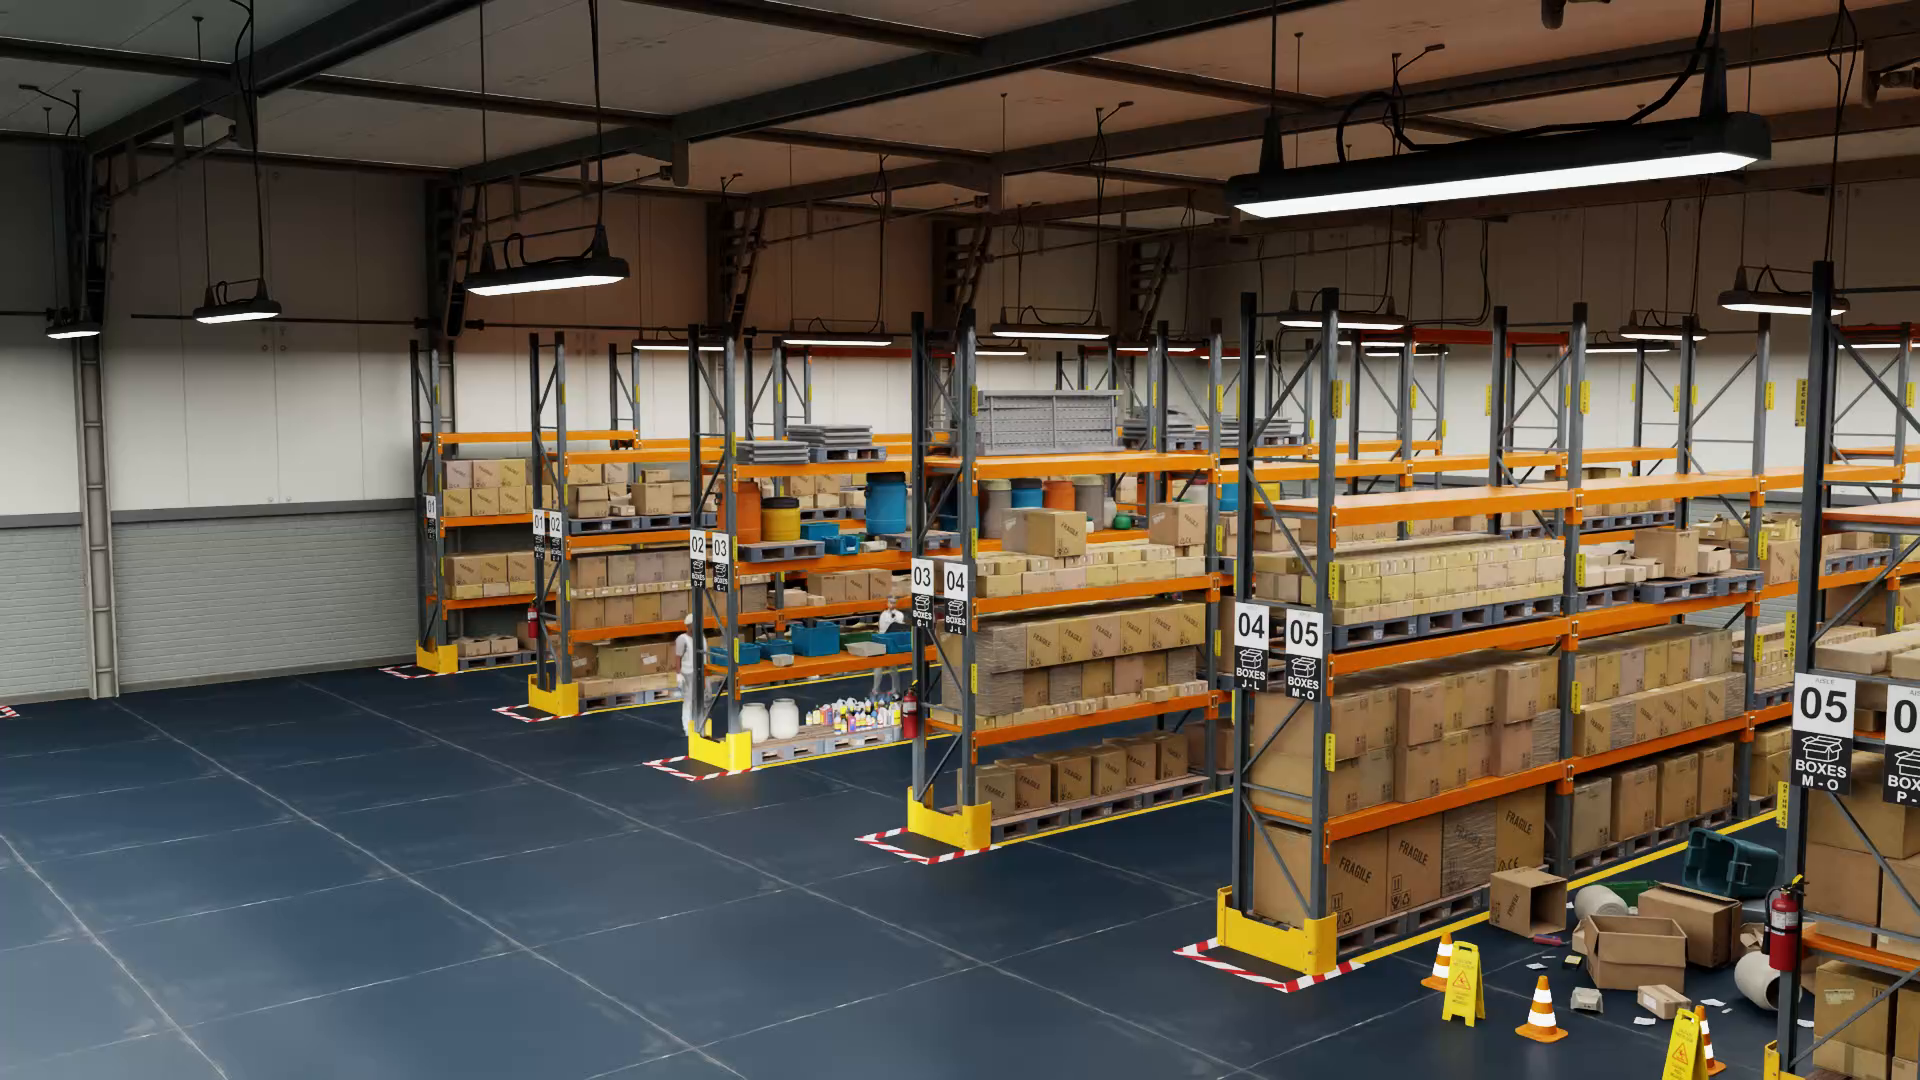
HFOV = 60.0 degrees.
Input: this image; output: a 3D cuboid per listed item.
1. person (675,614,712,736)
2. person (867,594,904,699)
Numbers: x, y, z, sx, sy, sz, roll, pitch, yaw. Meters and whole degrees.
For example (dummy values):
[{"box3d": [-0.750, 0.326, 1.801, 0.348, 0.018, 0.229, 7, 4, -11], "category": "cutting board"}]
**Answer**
[{"box3d": [-3.952, 2.023, 24.731, 0.660, 1.856, 0.409, -5, 7, -44], "category": "person"}, {"box3d": [-1.214, 1.760, 27.666, 0.521, 1.704, 0.700, 4, 6, 34], "category": "person"}]
